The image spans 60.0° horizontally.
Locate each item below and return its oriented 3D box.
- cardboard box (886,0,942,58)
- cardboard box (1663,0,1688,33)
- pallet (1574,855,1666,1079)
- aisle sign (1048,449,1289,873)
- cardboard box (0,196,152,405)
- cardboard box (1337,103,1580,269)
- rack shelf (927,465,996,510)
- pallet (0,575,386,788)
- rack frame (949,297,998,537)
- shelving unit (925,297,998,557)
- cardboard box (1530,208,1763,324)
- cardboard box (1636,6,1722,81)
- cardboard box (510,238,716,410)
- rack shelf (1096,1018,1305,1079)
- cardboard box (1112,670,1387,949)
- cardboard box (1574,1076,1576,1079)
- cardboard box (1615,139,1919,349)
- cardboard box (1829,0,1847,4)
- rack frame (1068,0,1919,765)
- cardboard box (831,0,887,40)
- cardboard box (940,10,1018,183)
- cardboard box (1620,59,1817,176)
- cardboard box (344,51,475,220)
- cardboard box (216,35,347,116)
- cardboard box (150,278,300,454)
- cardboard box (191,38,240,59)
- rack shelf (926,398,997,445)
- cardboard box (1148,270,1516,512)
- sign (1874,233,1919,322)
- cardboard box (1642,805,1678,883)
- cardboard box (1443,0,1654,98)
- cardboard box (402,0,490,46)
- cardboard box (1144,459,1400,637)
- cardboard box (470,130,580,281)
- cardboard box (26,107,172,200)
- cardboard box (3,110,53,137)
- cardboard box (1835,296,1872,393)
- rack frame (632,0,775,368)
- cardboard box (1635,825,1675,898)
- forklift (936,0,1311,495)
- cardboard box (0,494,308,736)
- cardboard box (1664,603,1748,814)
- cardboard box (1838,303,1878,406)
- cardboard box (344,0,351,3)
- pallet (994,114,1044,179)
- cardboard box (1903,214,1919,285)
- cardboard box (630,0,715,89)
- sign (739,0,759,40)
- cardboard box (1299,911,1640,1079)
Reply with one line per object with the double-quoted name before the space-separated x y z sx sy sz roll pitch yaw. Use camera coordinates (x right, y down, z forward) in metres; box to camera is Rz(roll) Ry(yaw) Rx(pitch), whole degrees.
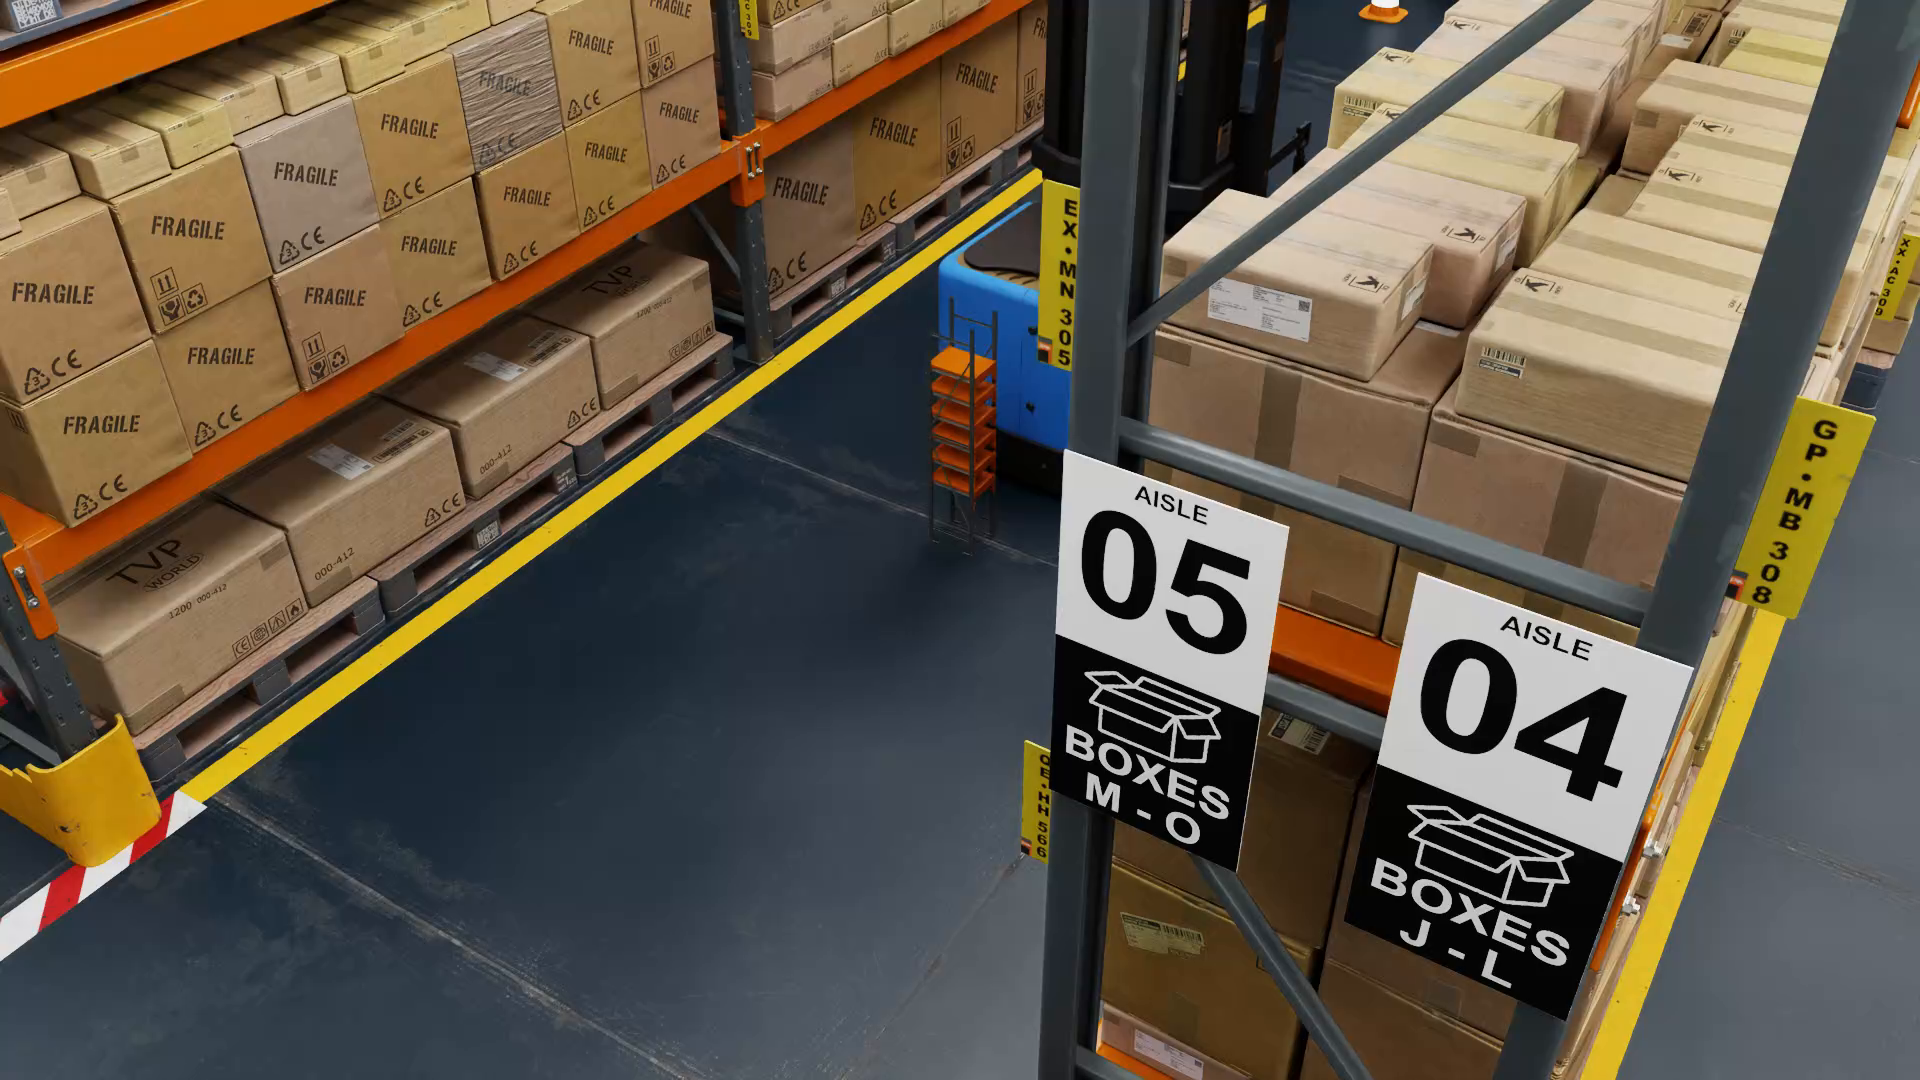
"cardboard box" -0.439 -2.918 9.201 0.500 0.250 0.500 21 42 25
"cardboard box" 1.538 -1.356 3.982 0.380 0.149 0.250 20 42 24
"pallet" 1.790 1.350 5.825 1.003 0.211 1.213 21 42 25
"aisle sign" 0.337 0.229 2.867 0.394 0.787 0.004 21 42 25
"cardboard box" -3.107 -0.838 5.480 0.500 0.500 0.500 20 42 24
"cardboard box" 0.911 -0.661 3.080 0.380 0.149 0.250 20 42 24
"rack shelf" 0.008 -0.257 7.567 0.258 0.103 0.180 21 42 25
"pallet" -3.242 0.418 7.035 1.003 0.211 1.213 21 42 25
"rack frame" 0.057 -0.530 7.455 0.240 1.200 0.006 21 42 25
"shelving unit" 0.008 -0.483 7.393 0.258 1.200 0.189 21 42 25
"cardboard box" 1.147 -0.384 2.721 0.380 0.149 0.250 23 43 27
"cardboard box" 1.491 -1.112 3.992 0.500 0.250 0.500 19 42 23
"cardboard box" -1.888 -1.173 8.570 0.875 0.438 0.875 21 42 24
"rack shelf" 1.701 0.573 5.140 1.077 0.370 4.000 21 42 25
"cardboard box" 0.664 0.448 3.567 0.500 0.500 0.500 20 42 24
"cardboard box" 1.607 1.603 4.961 0.380 0.149 0.250 23 43 26
"cardboard box" 1.643 -0.675 3.425 0.500 0.250 0.500 22 43 26
"cardboard box" 2.046 -1.165 3.734 0.380 0.149 0.250 20 42 24
"rack frame" 0.629 -1.057 1.751 1.000 3.000 0.127 21 42 25
"cardboard box" -0.732 -2.862 8.719 0.500 0.250 0.500 22 43 26
"cardboard box" -0.240 -2.910 10.464 0.875 0.875 0.875 22 43 26
"cardboard box" 1.534 -0.792 3.251 0.380 0.149 0.250 22 43 26
"cardboard box" -2.300 -1.632 6.510 0.500 0.500 0.500 21 42 25
"cardboard box" -2.473 -1.697 6.063 0.380 0.149 0.250 22 43 26
"cardboard box" -2.857 -0.711 6.134 0.500 0.500 0.500 21 42 25
"cardboard box" -2.944 -1.867 6.283 0.380 0.149 0.250 22 43 26
"rack shelf" 0.008 -0.543 7.347 0.258 0.103 0.180 21 42 25
"cardboard box" 0.661 -0.328 2.976 0.500 0.250 0.500 20 42 24
"sign" 3.235 -0.913 5.768 0.100 0.325 0.005 21 42 25
"cardboard box" 2.165 0.949 5.566 0.380 0.149 0.250 20 42 24
"cardboard box" 1.272 -1.083 3.628 0.380 0.149 0.250 22 43 26
"cardboard box" -2.096 -2.102 6.587 0.380 0.149 0.250 20 42 24
"cardboard box" 0.650 -0.131 3.129 0.500 0.250 0.500 20 42 24
"cardboard box" -2.022 -1.496 7.152 0.500 0.500 0.500 21 42 24
"cardboard box" -2.864 -1.288 5.532 0.380 0.149 0.250 23 43 26
"cardboard box" -3.398 -1.491 5.795 0.380 0.149 0.250 21 42 25
"cardboard box" 2.190 -0.438 4.717 0.500 0.500 0.500 22 43 26
"rack frame" -1.462 -2.310 8.290 1.000 3.000 0.127 21 42 25
"cardboard box" 2.295 1.067 5.901 0.380 0.149 0.250 21 42 25
"forklift" 1.135 -2.164 8.157 1.130 2.935 3.031 23 43 27
"cardboard box" -3.335 0.227 6.753 0.875 0.438 0.875 20 42 24
"cardboard box" 1.359 0.359 3.684 0.500 0.500 0.500 22 43 26
"cardboard box" 2.752 -0.559 5.693 0.500 0.500 0.500 21 42 25
"cardboard box" -2.492 -2.250 6.780 0.380 0.149 0.250 21 42 25
"pallet" 0.195 -2.886 11.321 1.003 0.211 1.213 21 42 25
"cardboard box" 3.372 -1.098 6.093 0.380 0.149 0.250 23 43 27
"cardboard box" -1.481 -2.412 7.522 0.500 0.500 0.500 21 42 25
"sign" -0.992 -2.504 7.767 0.100 0.325 0.005 21 42 25
"cardboard box" 1.103 1.020 3.644 0.500 0.500 0.500 23 43 27
